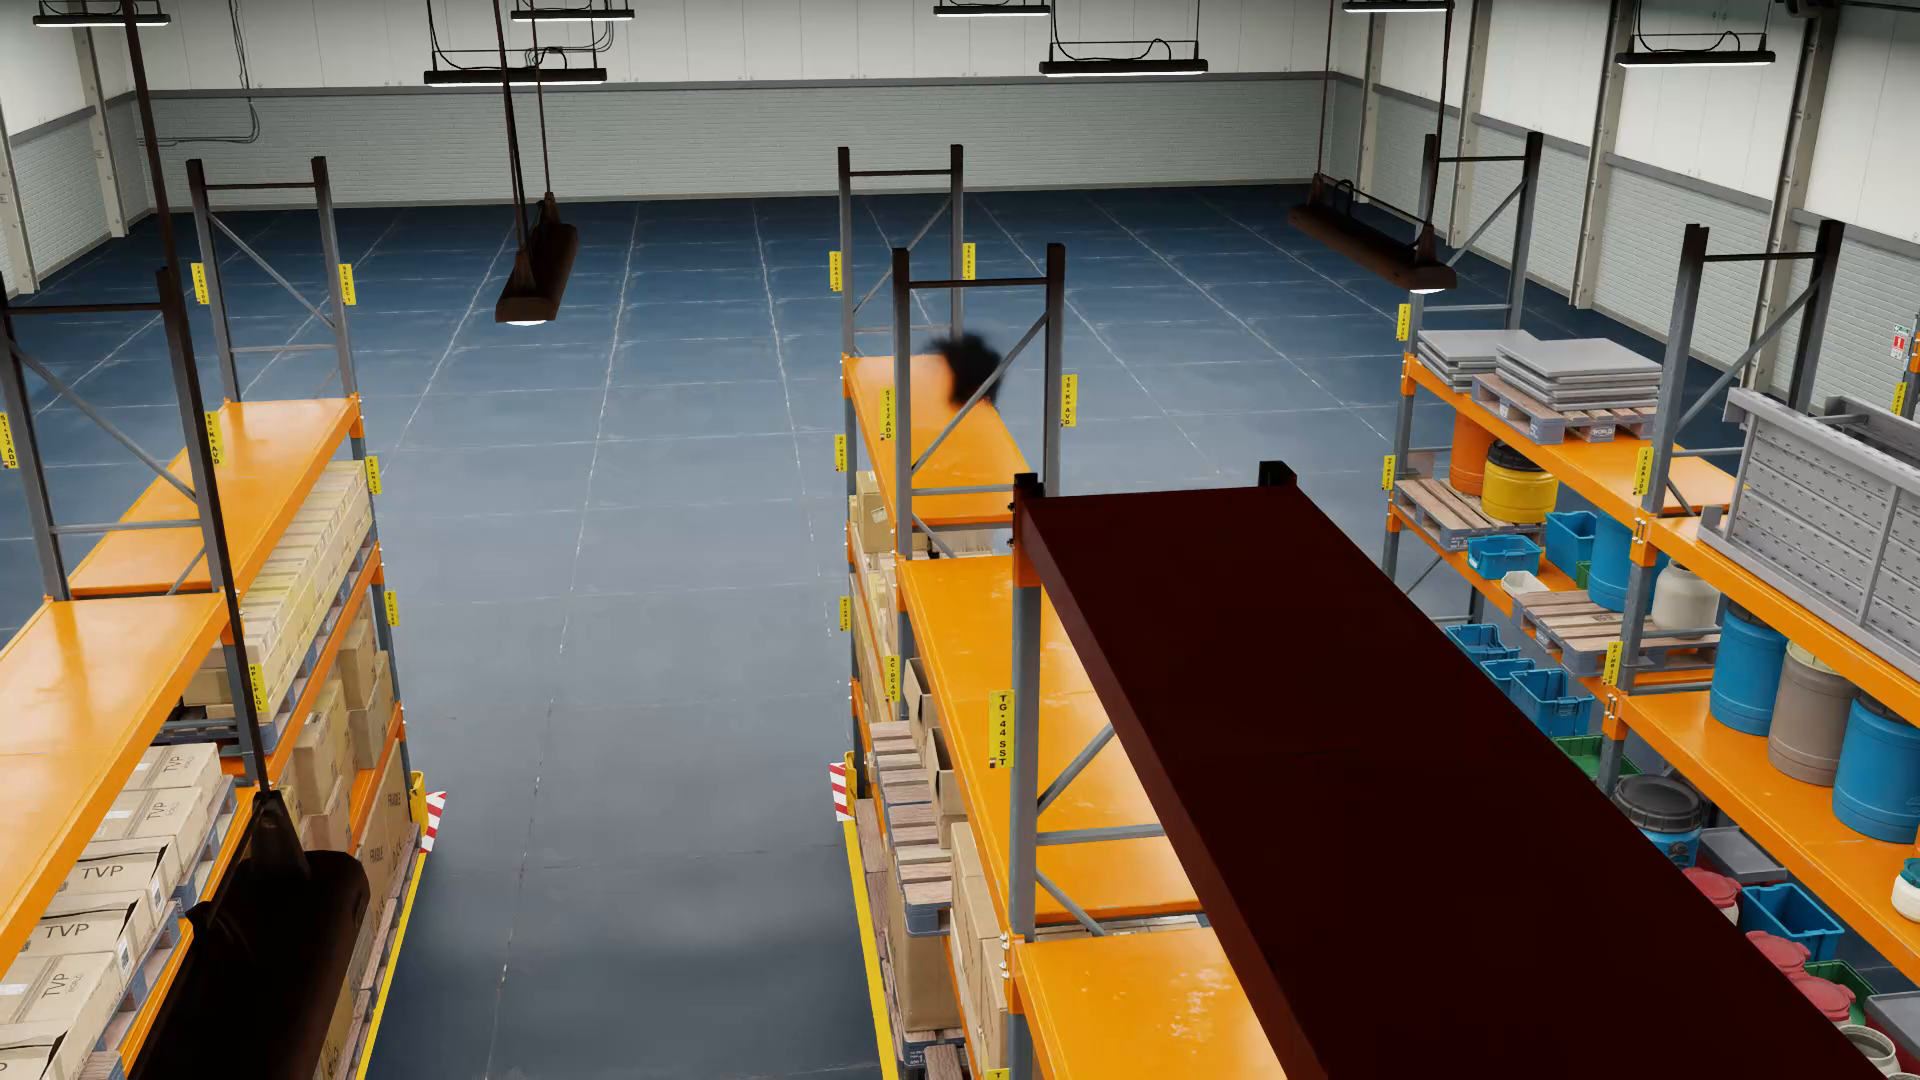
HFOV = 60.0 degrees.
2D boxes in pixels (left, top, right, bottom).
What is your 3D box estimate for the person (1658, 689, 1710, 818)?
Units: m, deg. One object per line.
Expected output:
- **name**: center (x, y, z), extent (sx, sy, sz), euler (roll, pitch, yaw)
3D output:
- **person**: center (6.659, 1.694, 15.229), extent (0.862, 1.567, 0.641), euler (20, 29, 40)
